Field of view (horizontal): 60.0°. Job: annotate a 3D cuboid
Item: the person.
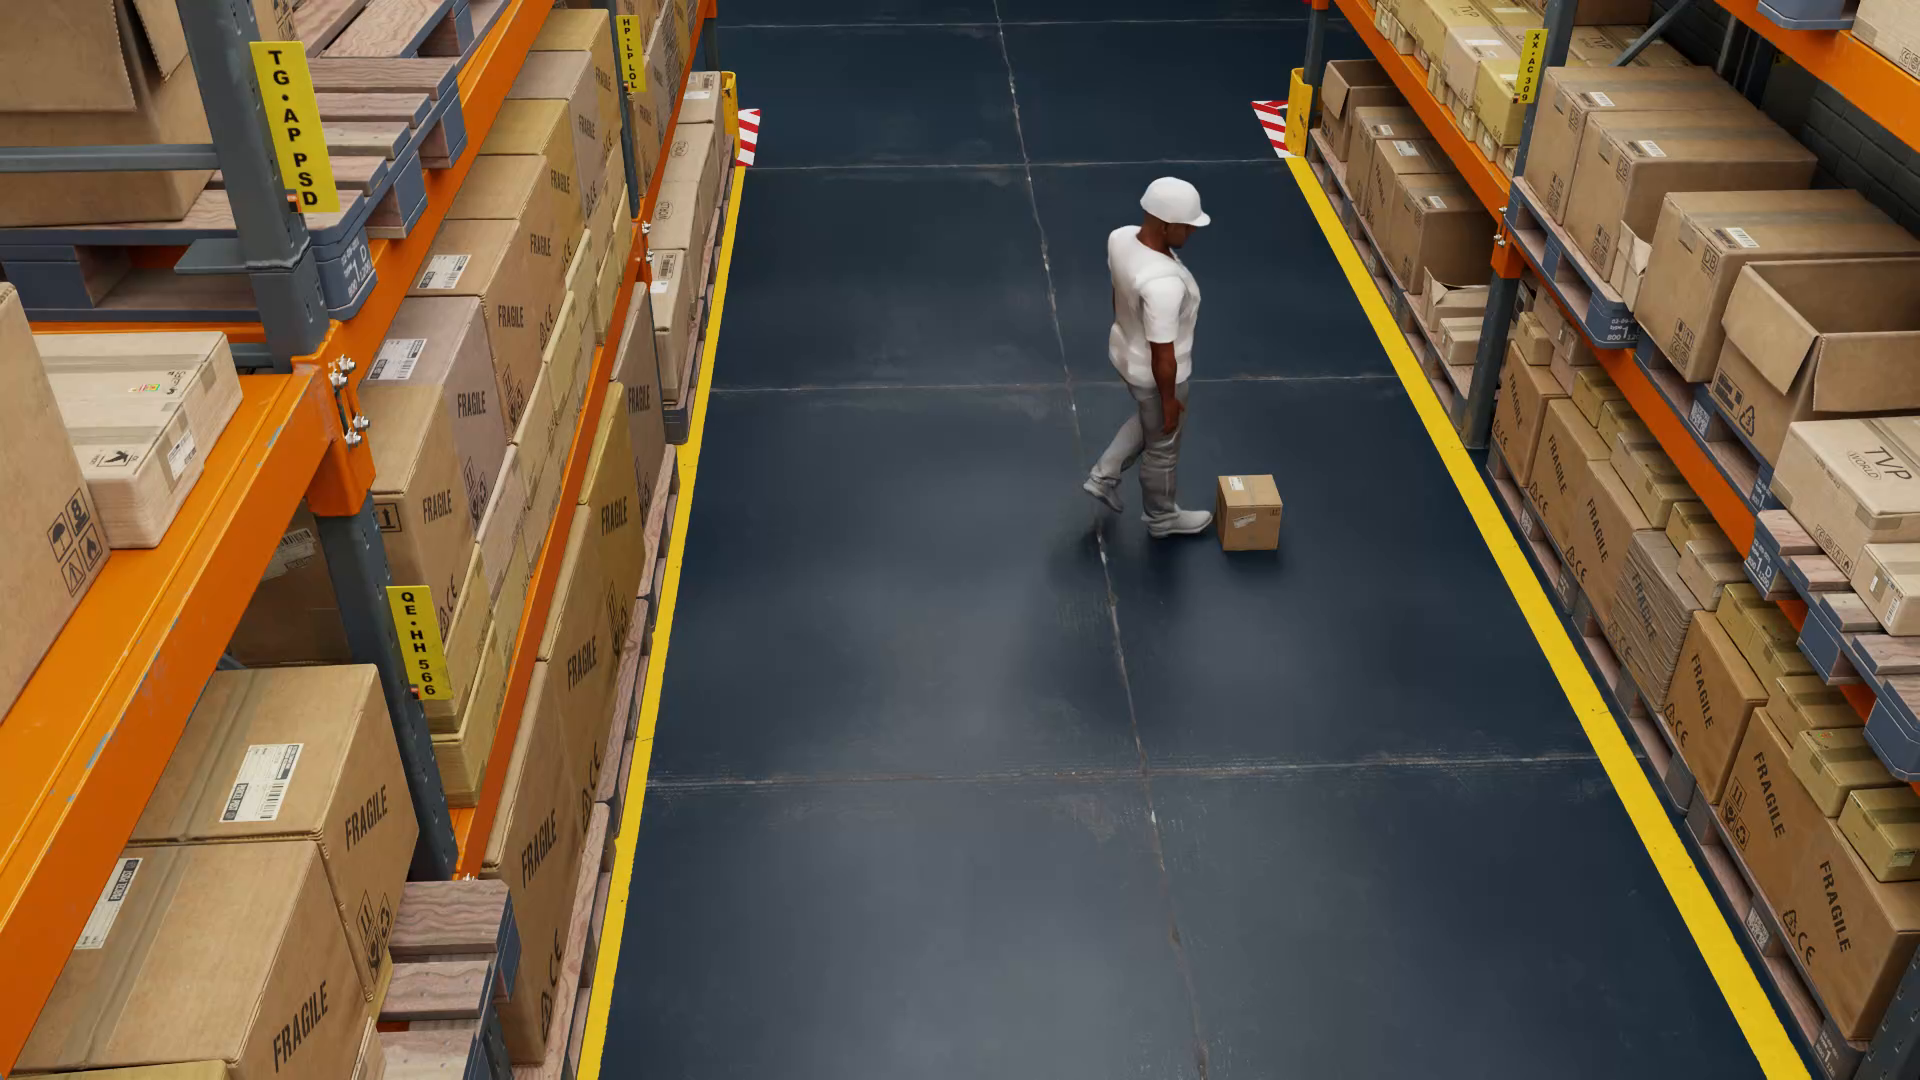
[{"bbox_3d":[0.876,-0.764,7.184,0.582,1.766,0.636,-9,36,-13],"label":"person"}]
